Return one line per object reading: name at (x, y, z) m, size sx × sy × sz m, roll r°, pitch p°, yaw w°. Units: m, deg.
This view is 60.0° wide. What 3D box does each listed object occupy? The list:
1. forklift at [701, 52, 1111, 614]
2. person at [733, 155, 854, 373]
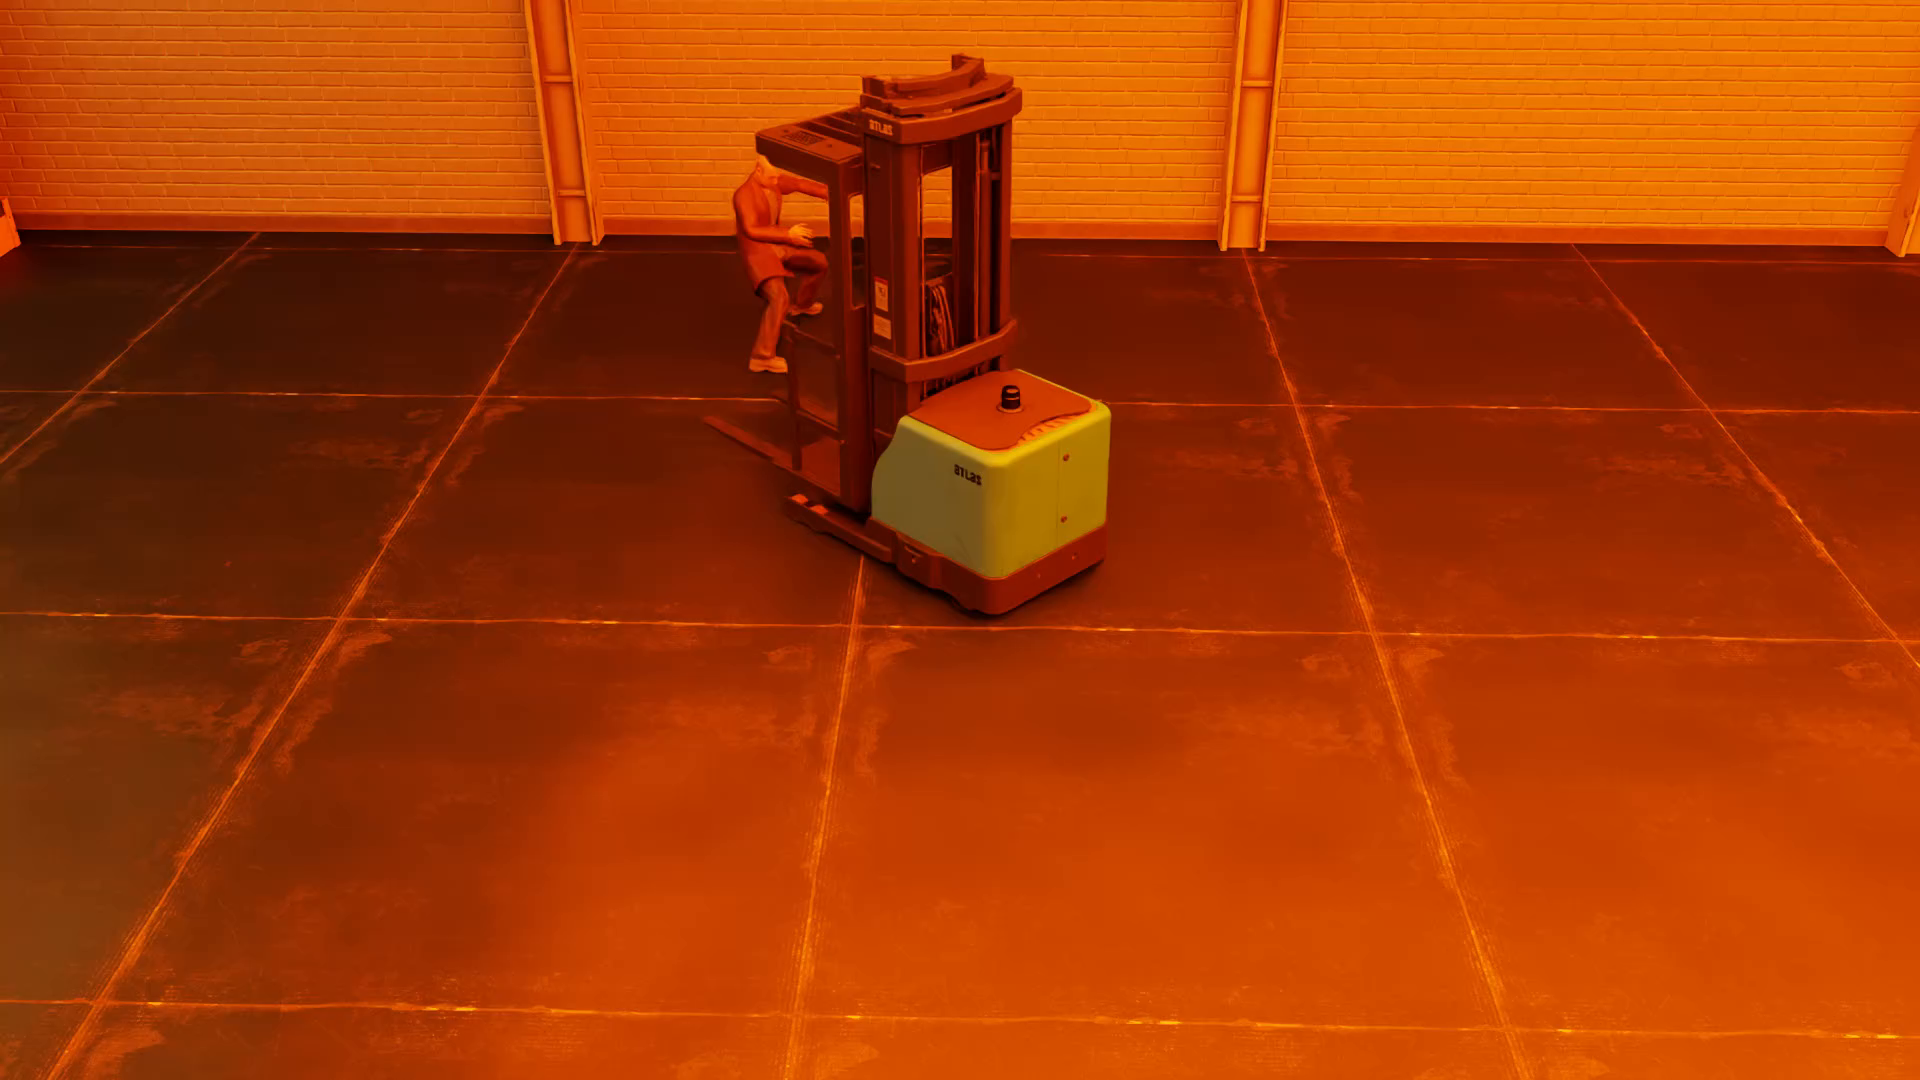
forklift at (-0.492, -1.481, 10.127) m, size 1.130 × 2.935 × 3.031 m, roll -27°, pitch 40°, yaw -37°
person at (-1.318, -2.231, 12.772) m, size 0.718 × 1.532 × 1.231 m, roll 15°, pitch 34°, yaw 24°
